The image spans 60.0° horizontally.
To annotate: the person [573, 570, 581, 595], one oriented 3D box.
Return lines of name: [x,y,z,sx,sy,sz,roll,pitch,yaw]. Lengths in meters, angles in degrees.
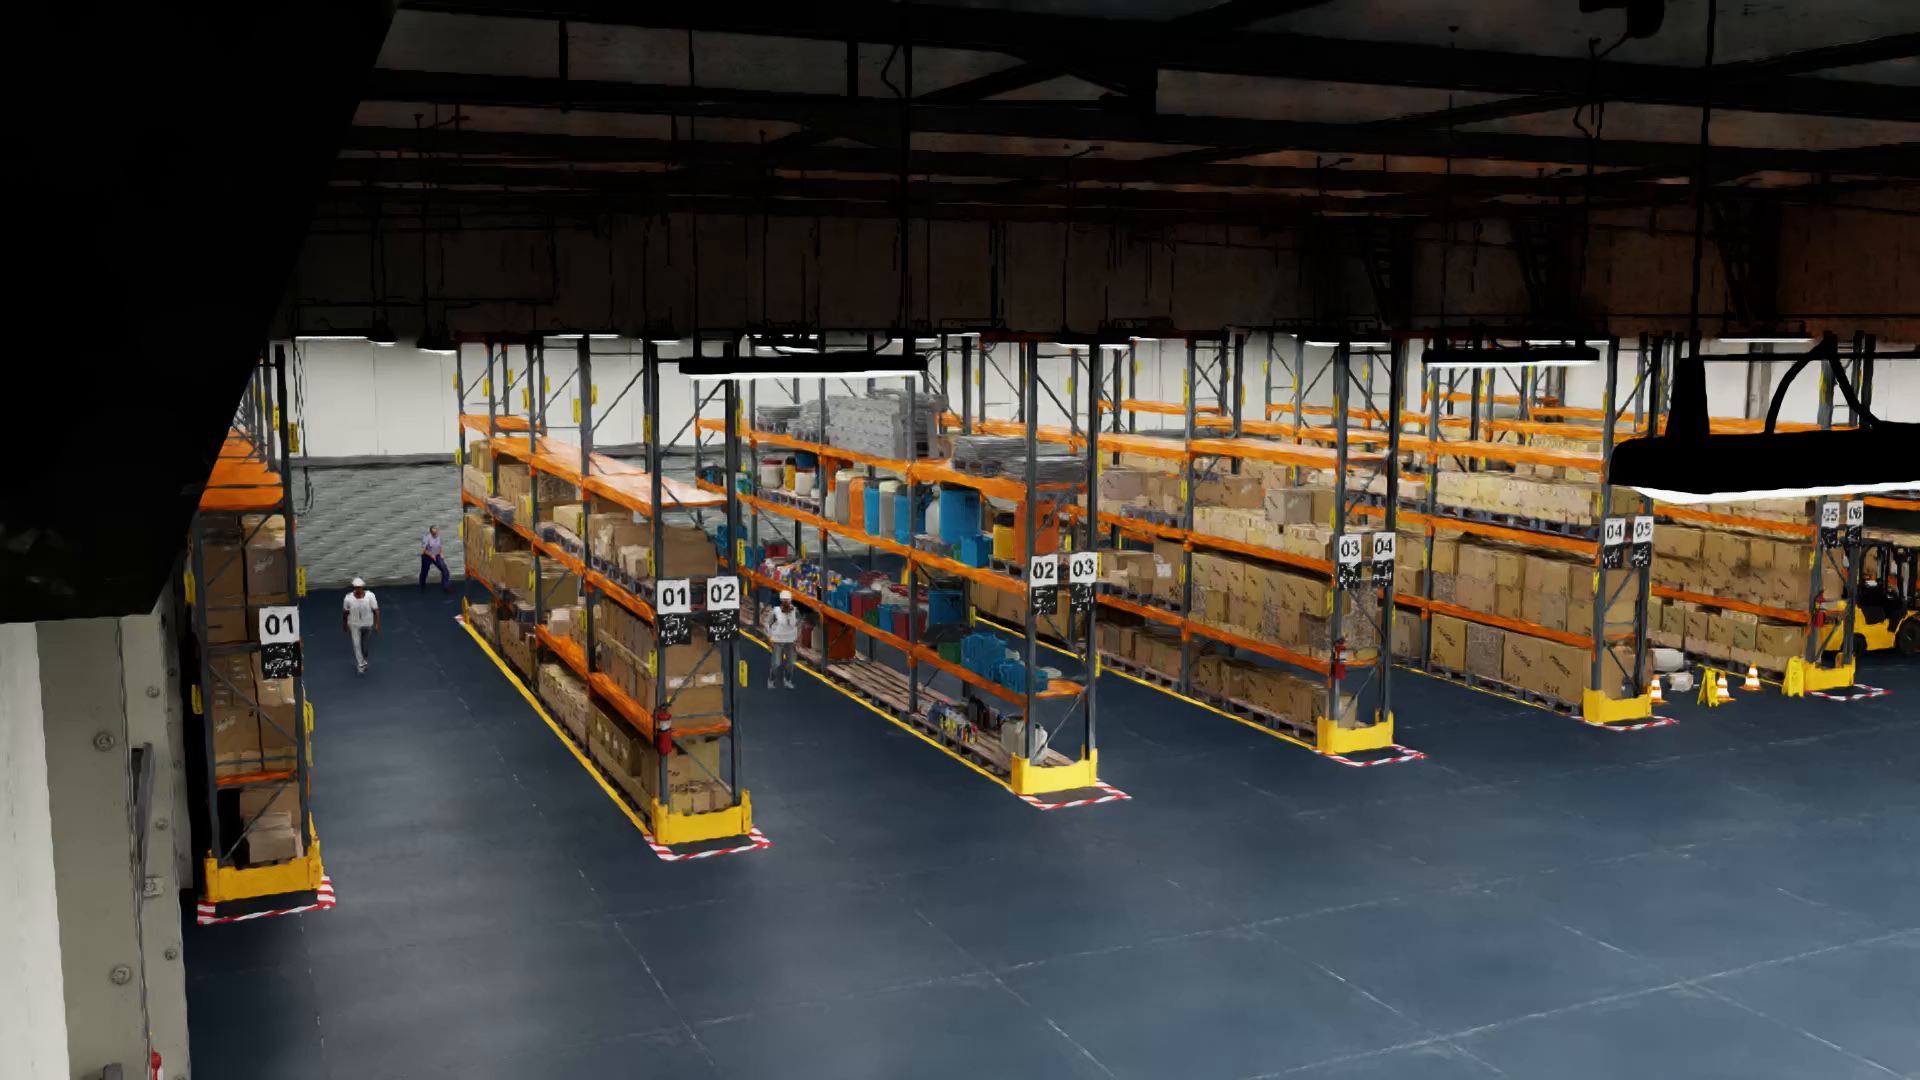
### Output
person: [-8.281,0.698,35.653,0.422,1.668,0.606,0,8,-3]

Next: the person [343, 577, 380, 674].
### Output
person: [-10.655,1.497,29.630,0.591,1.716,1.042,-4,9,-25]

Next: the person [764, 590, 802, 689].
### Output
person: [-2.990,1.688,28.219,0.677,1.726,0.574,-4,9,-26]

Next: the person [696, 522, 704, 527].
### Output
person: [-6.169,0.297,39.097,0.738,1.536,0.552,7,11,43]

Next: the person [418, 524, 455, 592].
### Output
person: [-12.077,0.407,38.128,0.660,1.585,0.785,-8,11,-44]
